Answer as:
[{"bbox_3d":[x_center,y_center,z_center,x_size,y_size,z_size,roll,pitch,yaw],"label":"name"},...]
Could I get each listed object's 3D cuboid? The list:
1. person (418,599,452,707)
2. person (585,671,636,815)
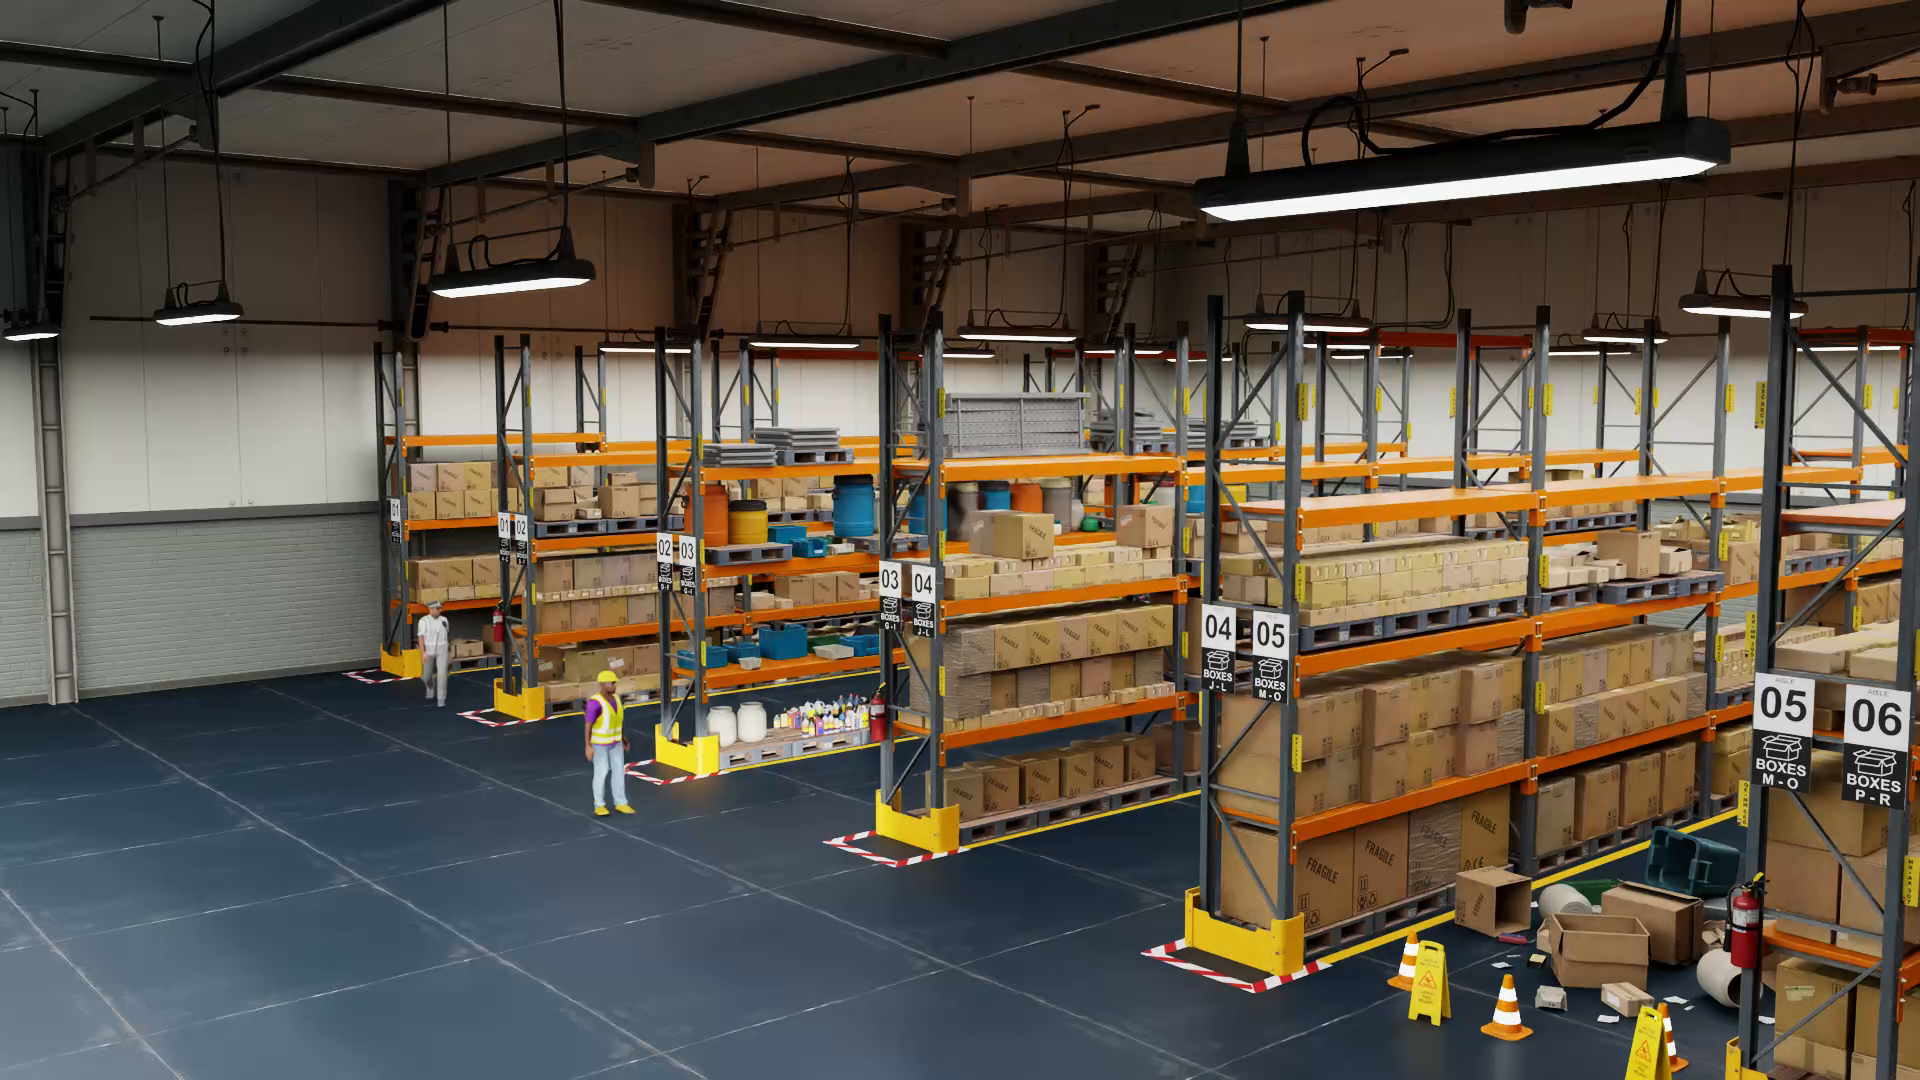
[{"bbox_3d":[-8.585,1.813,27.214,0.511,1.720,0.894,-1,5,-12],"label":"person"},{"bbox_3d":[-4.261,2.473,20.149,0.449,1.793,0.673,3,6,31],"label":"person"}]
